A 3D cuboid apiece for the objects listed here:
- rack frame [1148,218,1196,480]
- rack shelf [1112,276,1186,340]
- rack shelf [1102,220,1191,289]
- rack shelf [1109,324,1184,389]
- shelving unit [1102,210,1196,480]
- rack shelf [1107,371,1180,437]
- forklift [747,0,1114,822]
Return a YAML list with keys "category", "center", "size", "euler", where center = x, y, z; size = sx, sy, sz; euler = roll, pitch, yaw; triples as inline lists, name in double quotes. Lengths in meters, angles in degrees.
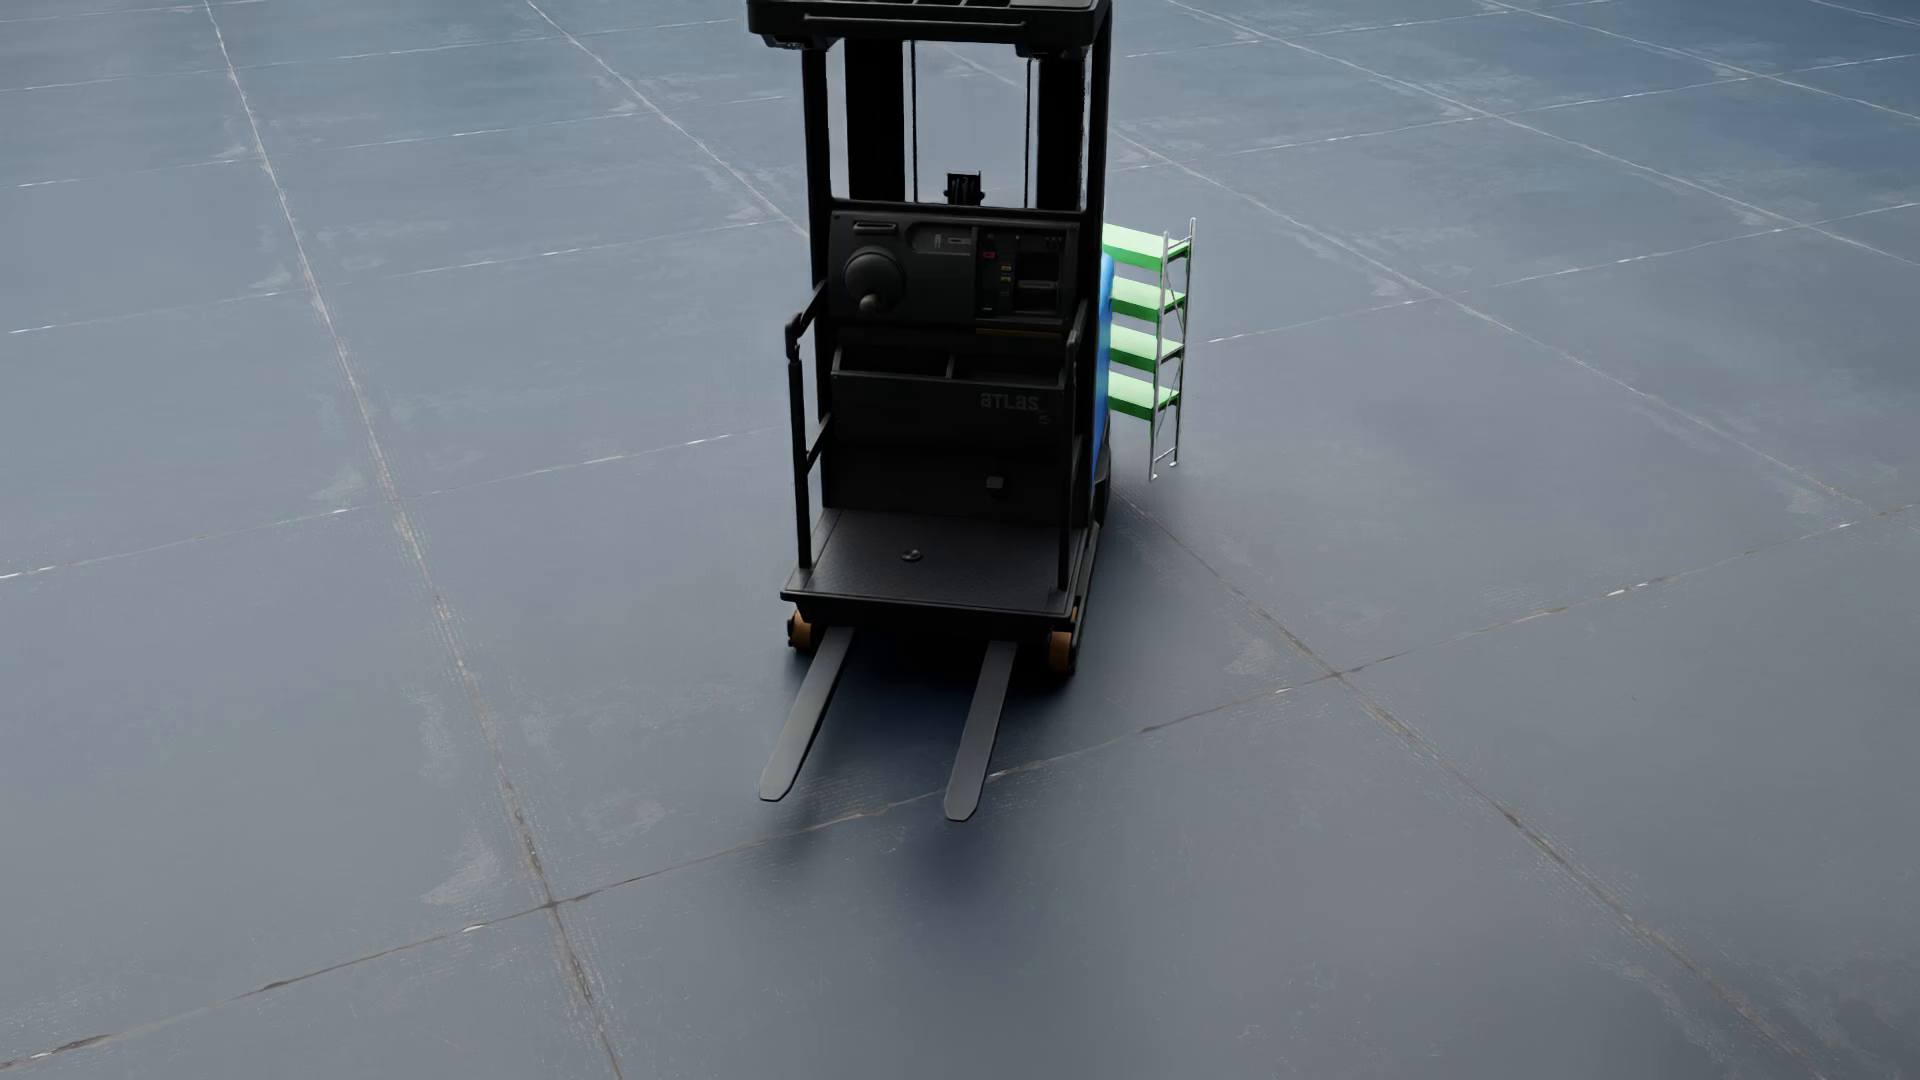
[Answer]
- category: "rack frame"
  center: [0.959, -0.848, 7.536]
  size: [0.015, 1.200, 0.240]
  euler: [21, 36, 33]
- category: "rack shelf"
  center: [0.768, -1.076, 7.582]
  size: [0.480, 0.148, 0.258]
  euler: [21, 36, 33]
- category: "rack shelf"
  center: [0.768, -1.285, 7.465]
  size: [0.480, 0.148, 0.258]
  euler: [21, 36, 33]
- category: "rack shelf"
  center: [0.768, -0.867, 7.700]
  size: [0.480, 0.148, 0.258]
  euler: [21, 36, 33]
- category: "shelving unit"
  center: [0.768, -0.922, 7.668]
  size: [0.503, 1.200, 0.258]
  euler: [21, 36, 33]
- category: "rack shelf"
  center: [0.768, -0.657, 7.817]
  size: [0.480, 0.148, 0.258]
  euler: [21, 36, 33]
- category: "forklift"
  center: [-0.060, -0.958, 5.962]
  size: [1.130, 2.935, 3.031]
  euler: [5, 30, 8]
